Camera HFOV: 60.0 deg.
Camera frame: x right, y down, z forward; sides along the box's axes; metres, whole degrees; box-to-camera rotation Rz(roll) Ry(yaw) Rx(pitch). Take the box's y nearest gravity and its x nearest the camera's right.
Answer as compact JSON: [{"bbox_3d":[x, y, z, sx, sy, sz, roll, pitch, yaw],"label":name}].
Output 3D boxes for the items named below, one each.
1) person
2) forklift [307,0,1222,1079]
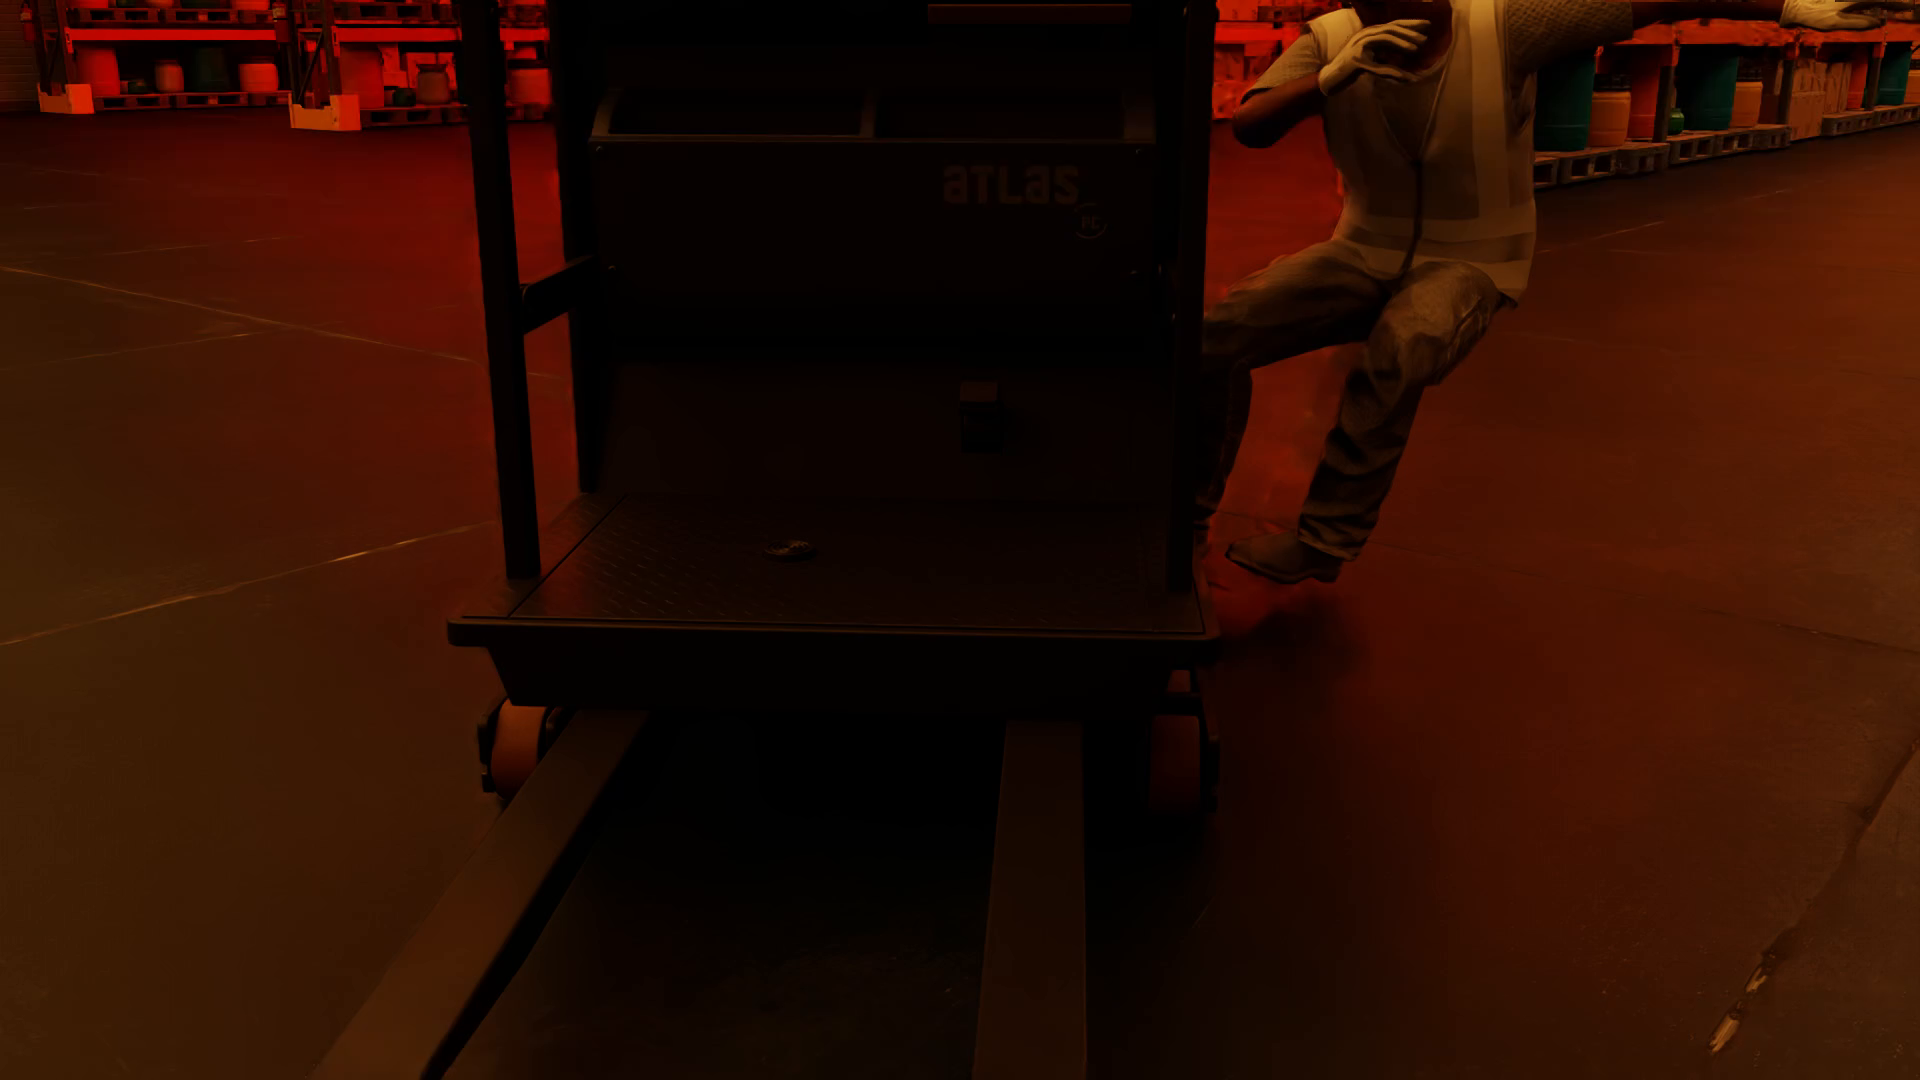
[{"bbox_3d":[1.033,-0.557,3.380,1.430,1.430,0.742,10,19,29],"label":"person"},{"bbox_3d":[-0.154,-1.073,2.430,1.130,2.935,3.031,1,17,4],"label":"forklift"}]
